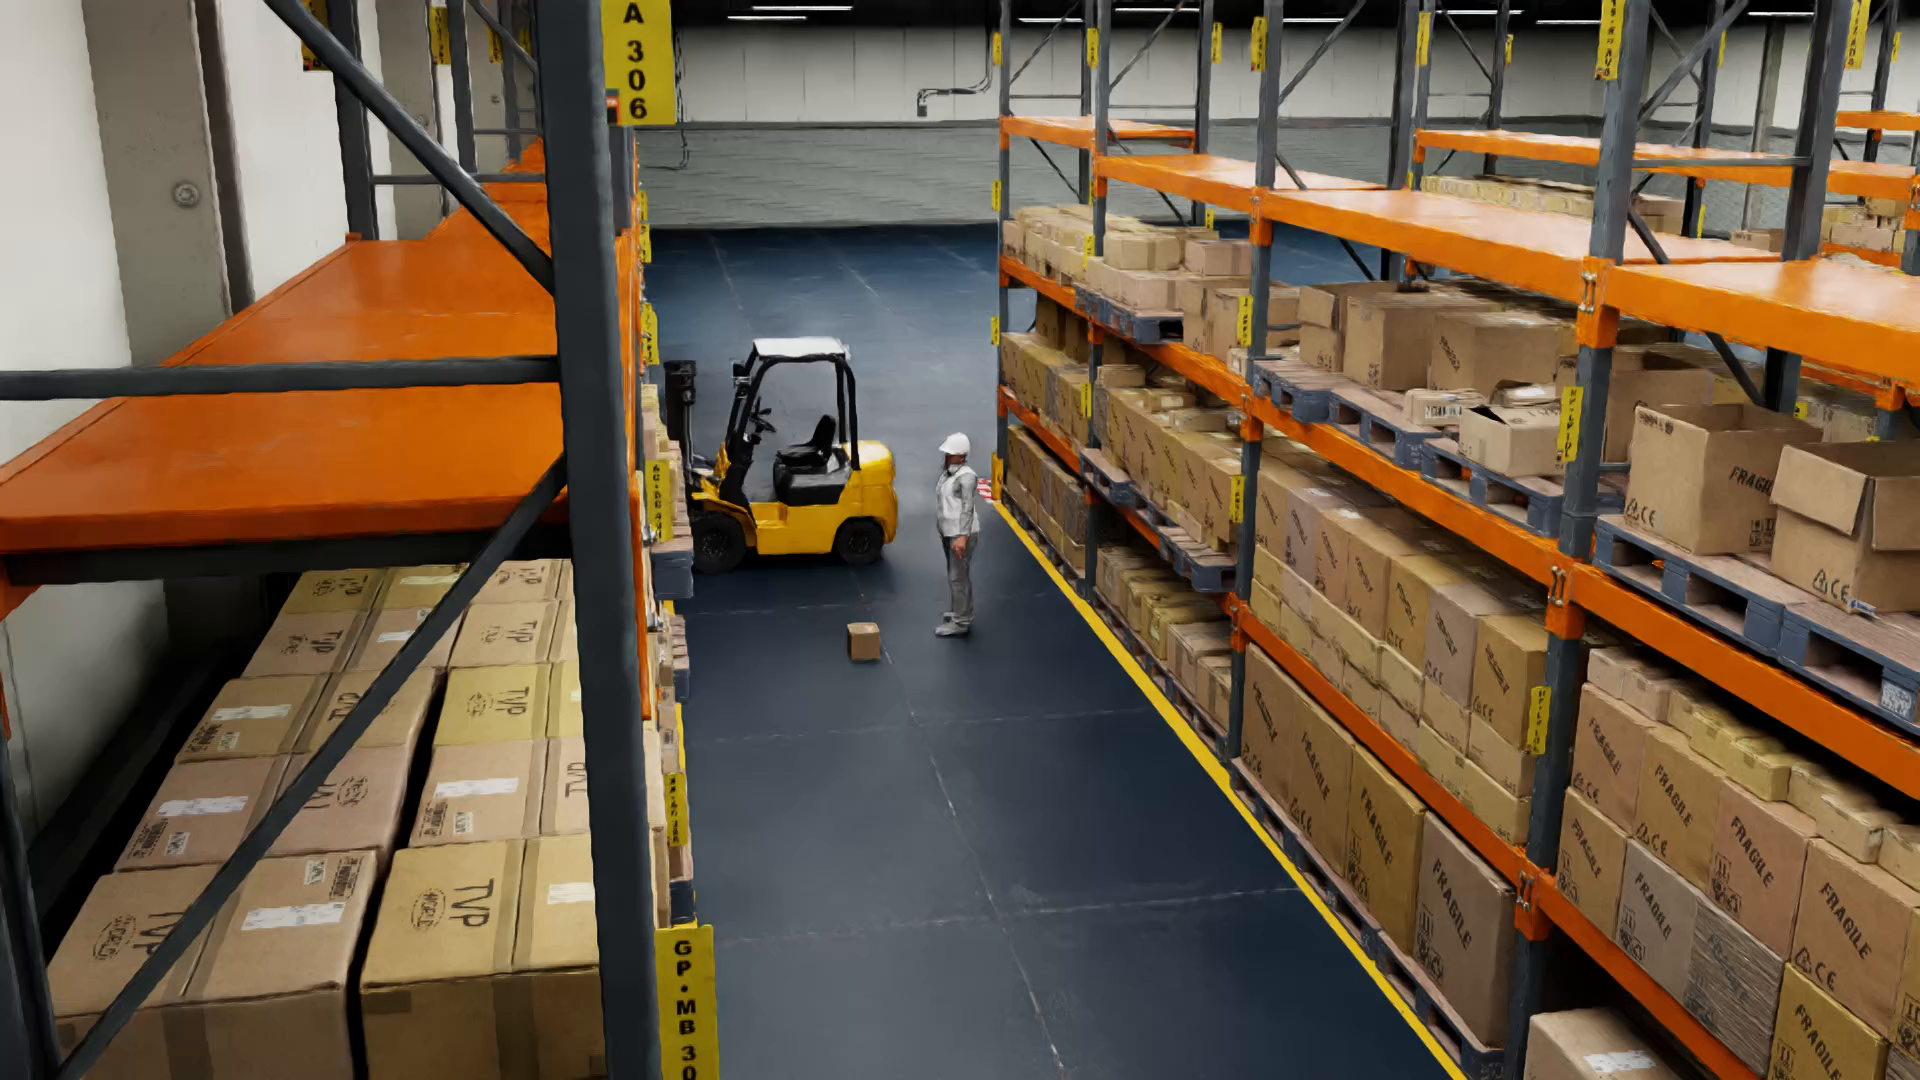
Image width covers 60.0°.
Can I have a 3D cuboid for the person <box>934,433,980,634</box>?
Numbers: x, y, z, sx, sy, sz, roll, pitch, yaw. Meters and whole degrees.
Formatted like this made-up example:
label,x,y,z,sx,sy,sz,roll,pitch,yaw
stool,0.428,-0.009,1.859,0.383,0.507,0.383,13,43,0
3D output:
label,x,y,z,sx,sy,sz,roll,pitch,yaw
person,-0.047,-0.064,14.639,0.441,1.779,0.647,-5,17,-17
